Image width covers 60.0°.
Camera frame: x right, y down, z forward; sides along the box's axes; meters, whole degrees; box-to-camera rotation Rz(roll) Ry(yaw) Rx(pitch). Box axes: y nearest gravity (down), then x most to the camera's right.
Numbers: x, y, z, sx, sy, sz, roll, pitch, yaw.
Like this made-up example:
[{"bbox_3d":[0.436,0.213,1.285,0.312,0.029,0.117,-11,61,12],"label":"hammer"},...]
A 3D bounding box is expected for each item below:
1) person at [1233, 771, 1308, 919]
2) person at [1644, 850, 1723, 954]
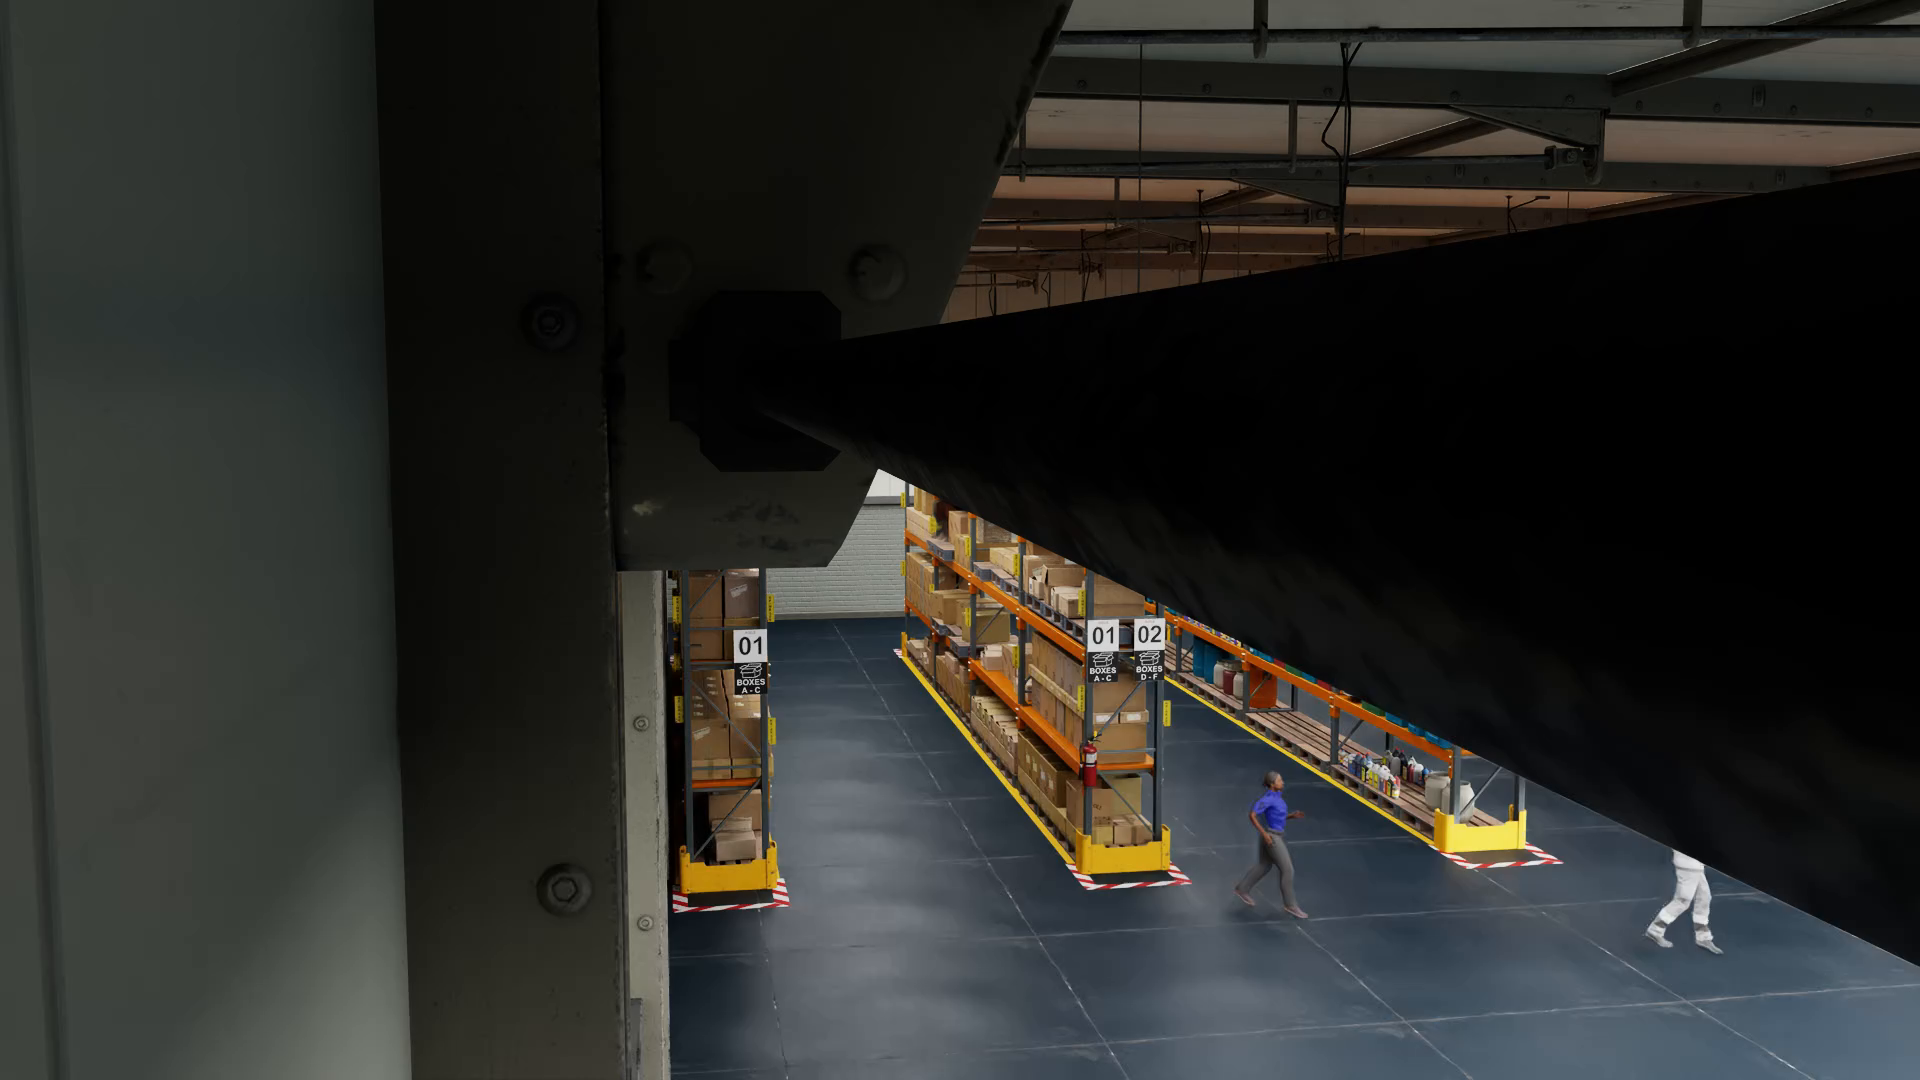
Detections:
[{"bbox_3d":[3.617,3.501,19.234,0.839,1.686,0.560,1,6,13],"label":"person"},{"bbox_3d":[7.869,3.577,17.996,0.817,1.844,0.683,2,6,16],"label":"person"}]
